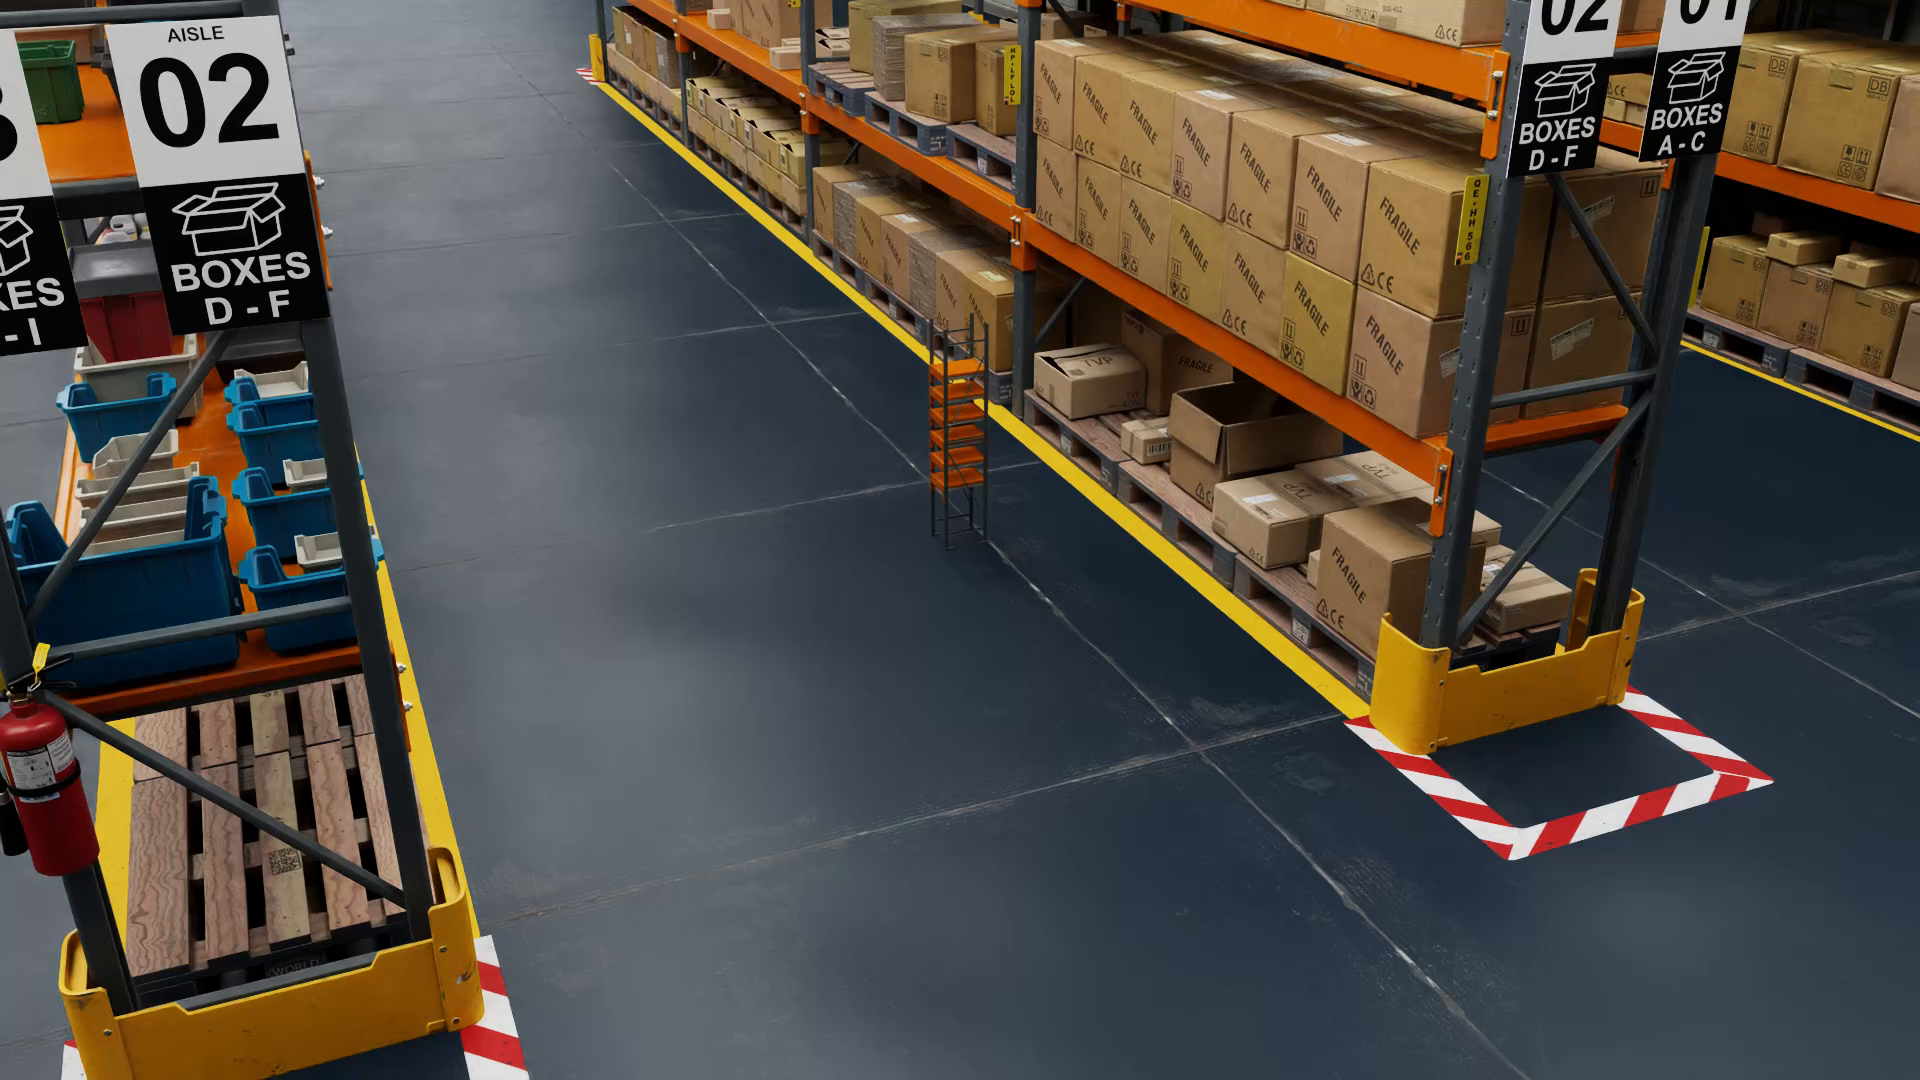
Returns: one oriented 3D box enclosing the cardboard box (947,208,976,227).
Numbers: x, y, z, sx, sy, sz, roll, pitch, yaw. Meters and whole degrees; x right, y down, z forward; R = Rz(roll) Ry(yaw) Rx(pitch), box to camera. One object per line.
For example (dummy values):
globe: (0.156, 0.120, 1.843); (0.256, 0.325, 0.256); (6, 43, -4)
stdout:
cardboard box: (0.236, -2.129, 12.039); (0.500, 0.500, 0.500); (-12, 28, -23)

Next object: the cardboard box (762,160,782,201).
cardboard box: (-1.396, -3.143, 14.423); (0.500, 0.250, 0.500); (-11, 28, -21)

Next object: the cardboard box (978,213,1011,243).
cardboard box: (0.449, -2.249, 11.431); (0.500, 0.250, 0.500); (-11, 28, -20)

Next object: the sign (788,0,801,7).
sign: (-1.270, -4.235, 12.686); (0.100, 0.325, 0.005); (-11, 28, -21)

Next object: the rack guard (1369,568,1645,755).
rack guard: (2.343, 0.511, 7.135); (1.175, 0.500, 0.348); (-11, 28, -21)

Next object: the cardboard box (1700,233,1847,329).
cardboard box: (5.561, -1.795, 11.379); (0.700, 0.500, 0.500); (-10, 28, -20)

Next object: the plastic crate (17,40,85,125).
plastic crate: (-2.836, -1.334, 4.887); (0.450, 0.188, 0.336); (-11, 28, -21)

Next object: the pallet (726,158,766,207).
pallet: (-1.521, -3.389, 15.451); (1.003, 0.211, 1.213); (-11, 28, -21)

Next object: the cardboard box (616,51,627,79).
cardboard box: (-3.689, -5.538, 19.330); (0.500, 0.250, 0.500); (-11, 28, -21)

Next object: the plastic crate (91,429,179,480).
plastic crate: (-3.037, -0.283, 6.143); (0.298, 0.136, 0.250); (-11, 28, -21)

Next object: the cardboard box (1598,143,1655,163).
cardboard box: (4.989, -2.512, 12.448); (0.750, 0.750, 0.750); (-10, 28, -20)

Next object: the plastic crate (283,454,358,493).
plastic crate: (-2.295, -0.215, 6.003); (0.250, 0.136, 0.298); (-11, 28, -21)

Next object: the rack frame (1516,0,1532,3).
rack frame: (2.373, -3.278, 5.207); (1.000, 3.000, 0.127); (-11, 28, -21)

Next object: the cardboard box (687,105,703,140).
cardboard box: (-2.397, -4.174, 16.536); (0.500, 0.250, 0.500); (-11, 28, -22)

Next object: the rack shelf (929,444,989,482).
rack shelf: (-0.006, -0.397, 8.571); (0.258, 0.103, 0.180); (-11, 28, -21)

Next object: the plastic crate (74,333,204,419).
plastic crate: (-3.325, -0.673, 6.776); (0.437, 0.282, 0.530); (-11, 28, -21)

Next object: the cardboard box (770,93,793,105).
cardboard box: (-1.502, -4.107, 15.758); (0.500, 0.311, 0.500); (-11, 28, -21)

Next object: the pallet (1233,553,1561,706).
pallet: (2.030, 0.319, 7.857); (1.003, 0.211, 1.213); (-11, 28, -21)

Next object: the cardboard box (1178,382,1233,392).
cardboard box: (1.492, -0.791, 9.699); (0.380, 0.149, 0.250); (-11, 28, -21)

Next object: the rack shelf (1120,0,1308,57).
rack shelf: (3.013, -5.148, 16.696); (1.077, 0.370, 4.000); (-11, 28, -21)

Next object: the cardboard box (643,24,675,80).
cardboard box: (-3.094, -5.271, 17.928); (0.500, 0.500, 0.500); (-11, 28, -21)

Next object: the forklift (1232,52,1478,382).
forklift: (2.871, -2.690, 10.919); (1.130, 2.935, 3.031); (14, 29, 27)

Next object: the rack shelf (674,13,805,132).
rack shelf: (-1.544, -4.296, 14.950); (1.077, 0.370, 4.000); (-11, 28, -21)

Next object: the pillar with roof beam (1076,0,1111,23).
pillar with roof beam: (-2.228, -9.716, 18.393); (9.100, 9.000, 0.400); (-11, 28, -21)

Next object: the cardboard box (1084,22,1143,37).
cardboard box: (1.787, -5.766, 19.488); (0.500, 0.500, 0.500); (-13, 29, -24)

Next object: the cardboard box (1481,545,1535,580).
cardboard box: (2.427, 0.164, 7.722); (0.380, 0.166, 0.250); (-11, 28, -21)

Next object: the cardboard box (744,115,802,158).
cardboard box: (-1.597, -3.599, 14.718); (0.500, 0.311, 0.500); (-11, 28, -21)

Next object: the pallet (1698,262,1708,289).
pallet: (4.991, -2.095, 12.800); (1.003, 0.211, 1.213); (-11, 28, -21)

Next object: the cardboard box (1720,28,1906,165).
cardboard box: (5.560, -2.963, 11.057); (0.980, 0.700, 0.700); (-10, 28, -20)

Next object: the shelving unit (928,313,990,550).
shelving unit: (-0.006, -0.545, 8.499); (0.258, 1.200, 0.189); (-11, 28, -21)

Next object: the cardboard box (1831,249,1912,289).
cardboard box: (5.732, -1.707, 10.458); (0.380, 0.149, 0.250); (-11, 28, -22)

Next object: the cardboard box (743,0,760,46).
cardboard box: (-1.639, -4.744, 14.933); (0.500, 0.500, 0.500); (-11, 28, -21)

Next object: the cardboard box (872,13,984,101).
cardboard box: (-0.228, -3.408, 11.719); (0.700, 0.500, 0.500); (-5, 27, -11)

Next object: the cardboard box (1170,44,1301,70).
cardboard box: (1.446, -2.325, 8.840); (0.500, 0.500, 0.500); (-11, 28, -22)

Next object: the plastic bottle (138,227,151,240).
plastic bottle: (-4.240, -1.538, 8.708); (0.097, 0.201, 0.097); (0, 26, 0)

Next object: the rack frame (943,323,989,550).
rack frame: (0.030, -0.508, 8.423); (0.240, 1.200, 0.006); (-11, 28, -21)

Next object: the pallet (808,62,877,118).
pallet: (-0.430, -3.464, 12.644); (1.213, 0.211, 1.003); (-11, 28, -21)

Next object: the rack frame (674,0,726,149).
rack frame: (-2.327, -5.426, 16.445); (1.000, 3.000, 0.127); (-11, 28, -21)

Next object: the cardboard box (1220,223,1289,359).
cardboard box: (1.550, -1.172, 7.618); (0.500, 0.500, 0.500); (-10, 28, -20)

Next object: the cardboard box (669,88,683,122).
cardboard box: (-2.709, -4.529, 17.263); (0.500, 0.250, 0.500); (-11, 28, -21)

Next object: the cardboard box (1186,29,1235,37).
cardboard box: (2.709, -5.219, 17.513); (0.500, 0.250, 0.500); (-11, 28, -22)

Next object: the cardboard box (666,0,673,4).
cardboard box: (-2.719, -5.861, 17.222); (0.700, 0.500, 0.500); (-11, 28, -21)

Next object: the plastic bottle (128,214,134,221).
plastic bottle: (-4.414, -1.640, 8.746); (0.144, 0.351, 0.185); (-11, 28, -21)

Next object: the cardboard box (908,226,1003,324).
cardboard box: (-0.033, -1.825, 11.416); (0.500, 0.500, 0.500); (-10, 28, -20)

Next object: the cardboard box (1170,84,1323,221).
cardboard box: (1.338, -1.828, 7.822); (0.500, 0.500, 0.500); (-10, 28, -19)

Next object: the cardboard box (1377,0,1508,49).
cardboard box: (1.929, -2.025, 6.230); (0.500, 0.250, 0.500); (-11, 28, -21)

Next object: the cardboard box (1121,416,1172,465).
cardboard box: (1.119, -0.567, 9.221); (0.380, 0.166, 0.250); (-11, 28, -21)

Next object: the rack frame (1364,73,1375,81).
rack frame: (3.796, -4.664, 14.884); (1.000, 3.000, 0.127); (-11, 28, -21)

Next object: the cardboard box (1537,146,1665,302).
cardboard box: (2.441, -1.301, 6.742); (0.500, 0.500, 0.500); (-10, 28, -19)

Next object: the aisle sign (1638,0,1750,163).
aisle sign: (2.670, -1.773, 6.000); (0.394, 0.787, 0.004); (-11, 28, -21)
